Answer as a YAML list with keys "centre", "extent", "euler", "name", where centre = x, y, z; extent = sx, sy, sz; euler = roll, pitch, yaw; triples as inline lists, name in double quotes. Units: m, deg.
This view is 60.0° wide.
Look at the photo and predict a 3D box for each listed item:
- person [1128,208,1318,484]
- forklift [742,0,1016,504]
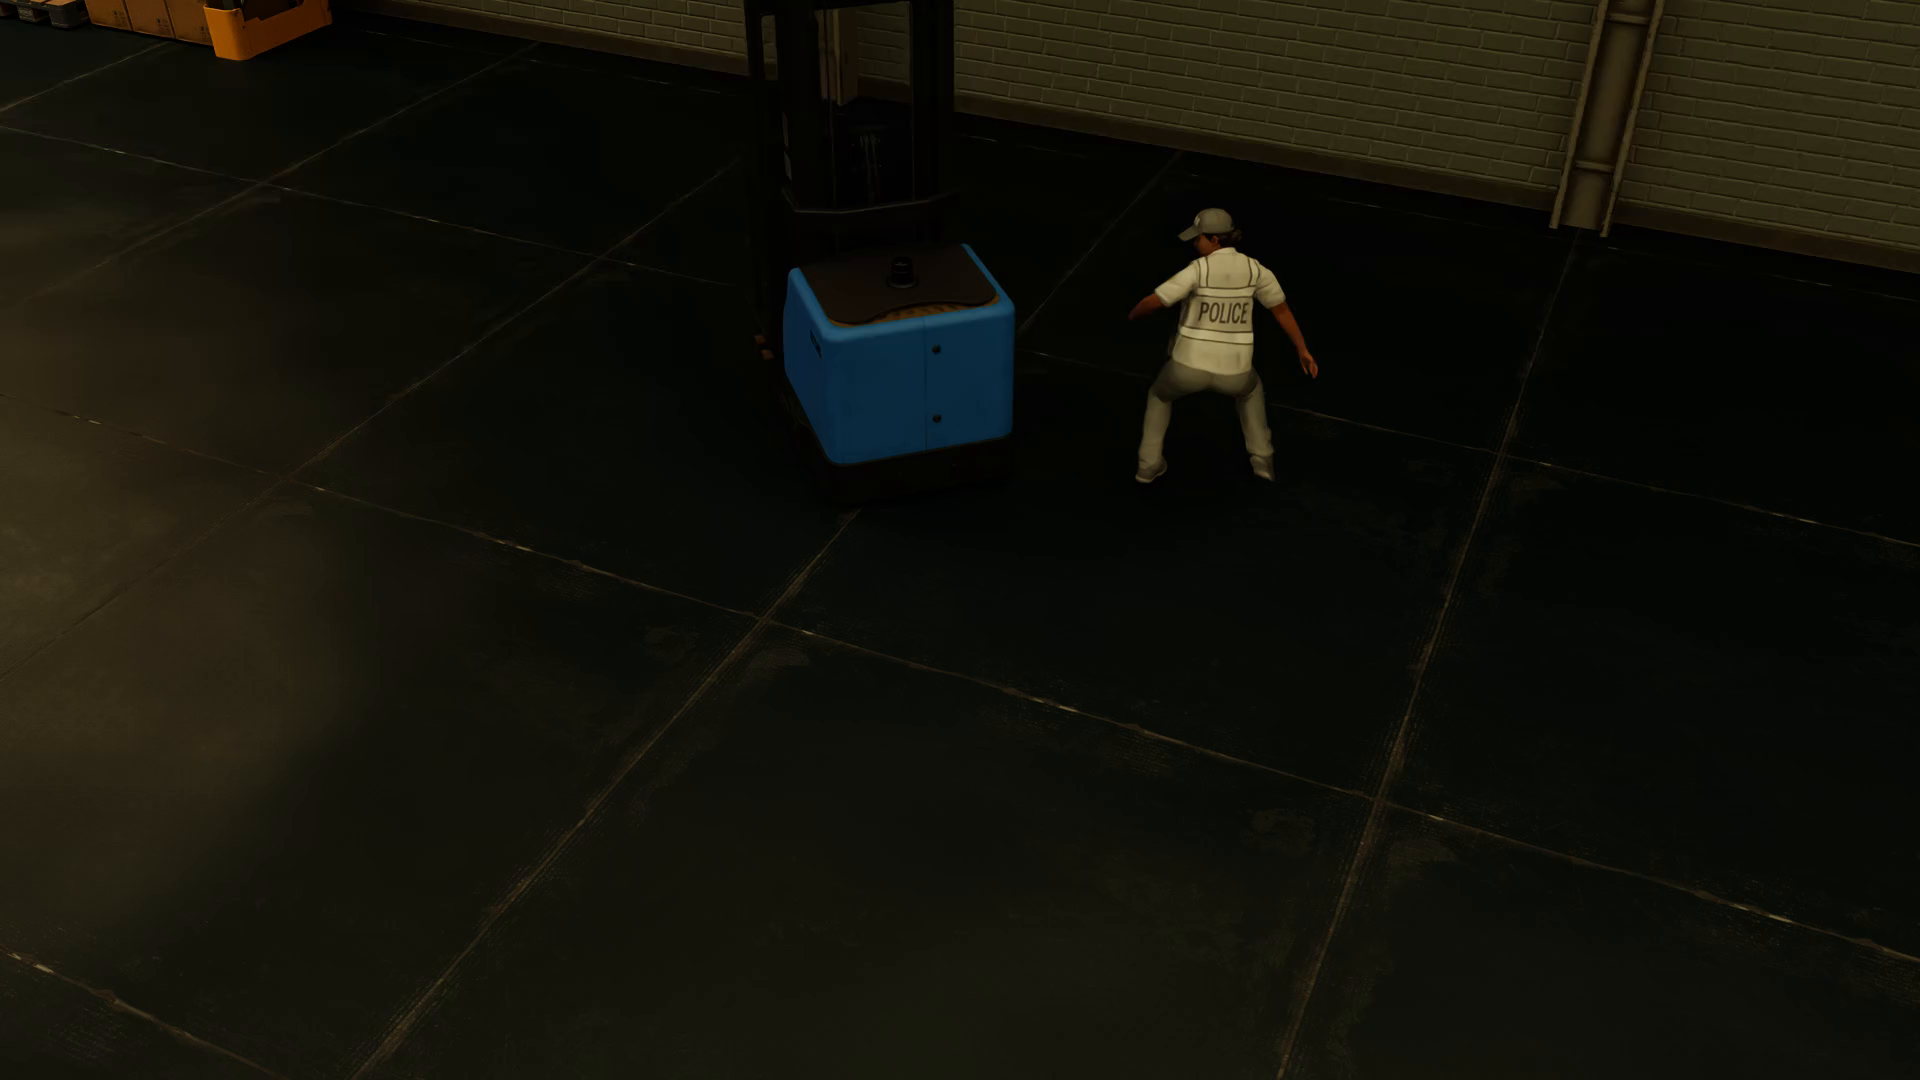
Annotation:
- centre: [1.366, -0.943, 8.725]
  extent: [0.946, 1.580, 0.533]
  euler: [-1, 36, -1]
  name: "person"
- centre: [-0.647, -2.238, 9.224]
  extent: [1.130, 2.935, 3.031]
  euler: [-11, 37, -15]
  name: "forklift"
